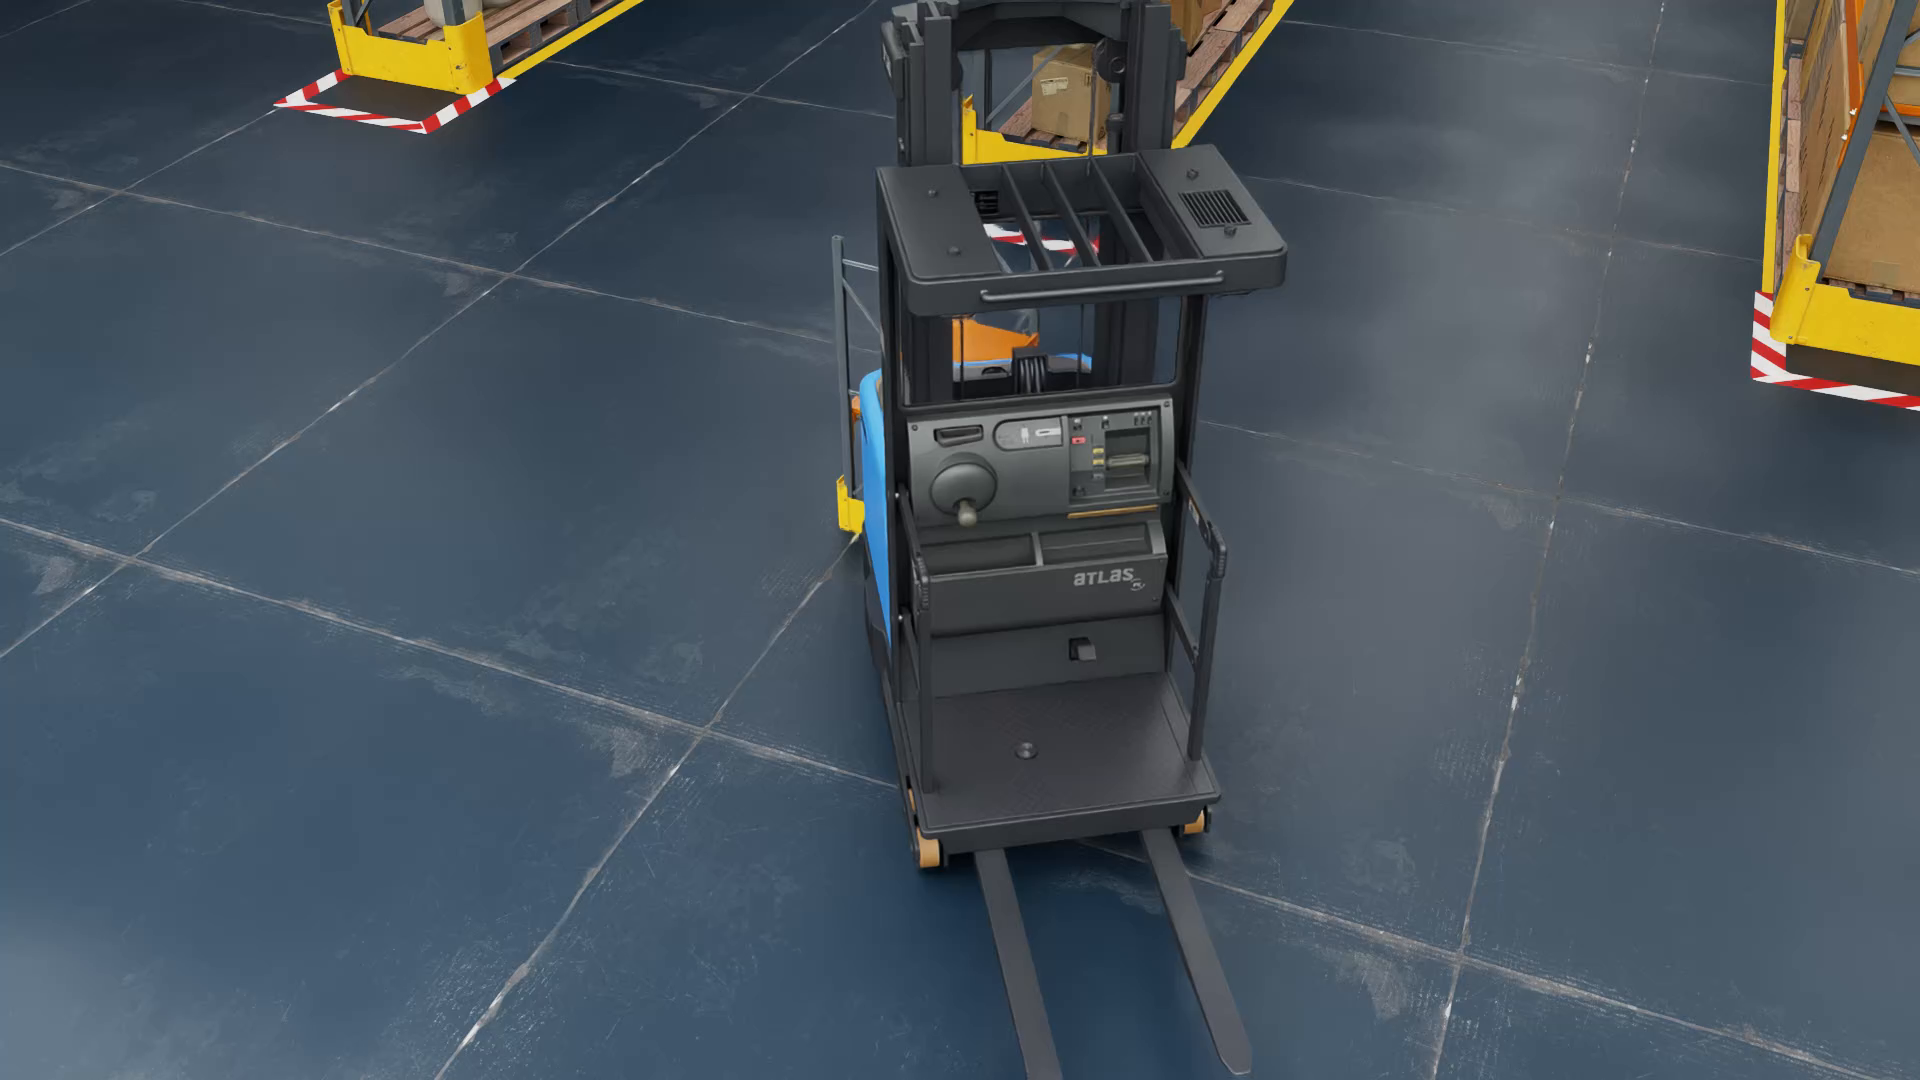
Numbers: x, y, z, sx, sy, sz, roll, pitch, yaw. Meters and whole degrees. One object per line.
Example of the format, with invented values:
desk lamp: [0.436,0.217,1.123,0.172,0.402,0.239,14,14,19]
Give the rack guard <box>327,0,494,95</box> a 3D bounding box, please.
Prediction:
rack guard: [-4.033,-3.652,12.218,1.175,0.500,0.348,14,39,18]

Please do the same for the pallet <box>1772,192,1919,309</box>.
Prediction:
pallet: [5.343,-1.630,9.754,1.003,0.211,1.213,14,39,18]

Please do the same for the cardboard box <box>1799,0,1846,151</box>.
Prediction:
cardboard box: [5.989,-2.986,10.663,0.875,0.875,0.875,14,39,18]

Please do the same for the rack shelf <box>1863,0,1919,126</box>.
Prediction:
rack shelf: [5.872,-3.184,9.942,0.919,0.124,3.809,14,39,18]

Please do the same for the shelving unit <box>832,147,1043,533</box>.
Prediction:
shelving unit: [-0.073,-0.875,7.668,0.587,1.500,1.083,17,40,21]

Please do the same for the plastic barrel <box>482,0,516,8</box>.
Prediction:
plastic barrel: [-3.647,-4.431,12.900,0.421,0.512,0.421,0,37,0]

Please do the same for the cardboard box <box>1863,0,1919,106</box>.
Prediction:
cardboard box: [5.210,-2.562,8.547,0.875,0.550,0.550,14,39,18]

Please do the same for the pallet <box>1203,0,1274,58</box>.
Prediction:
pallet: [1.862,-4.190,13.179,1.003,0.211,1.213,14,39,18]

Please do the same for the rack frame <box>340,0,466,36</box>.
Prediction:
rack frame: [-4.018,-4.600,11.399,1.000,3.000,0.127,14,39,18]

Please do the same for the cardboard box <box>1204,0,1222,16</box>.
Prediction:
cardboard box: [1.684,-4.323,12.765,0.500,0.500,0.500,27,45,32]

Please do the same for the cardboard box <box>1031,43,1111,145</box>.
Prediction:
cardboard box: [0.816,-2.981,10.970,0.500,0.500,0.500,21,42,26]

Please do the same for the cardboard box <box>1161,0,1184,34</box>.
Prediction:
cardboard box: [1.267,-3.662,11.881,0.500,0.500,0.500,18,40,22]

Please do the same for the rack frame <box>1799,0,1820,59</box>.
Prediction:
rack frame: [6.633,-4.501,11.266,1.000,3.000,0.127,14,39,18]

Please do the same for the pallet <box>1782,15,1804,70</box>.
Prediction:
pallet: [6.857,-3.828,12.696,1.003,0.211,1.213,14,39,18]

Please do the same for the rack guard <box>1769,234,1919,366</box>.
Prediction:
rack guard: [5.102,-1.272,9.034,1.175,0.500,0.348,14,39,18]

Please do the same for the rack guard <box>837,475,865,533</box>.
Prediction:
rack guard: [-0.297,-0.108,7.686,0.587,0.250,0.087,17,40,21]

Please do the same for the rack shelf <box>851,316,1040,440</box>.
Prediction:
rack shelf: [-0.077,-0.726,7.769,0.538,0.185,1.000,17,40,21]

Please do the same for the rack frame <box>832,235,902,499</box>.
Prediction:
rack frame: [-0.305,-0.599,7.298,0.500,1.500,0.032,17,40,21]

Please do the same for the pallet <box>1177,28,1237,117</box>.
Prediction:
pallet: [1.399,-3.512,12.272,1.003,0.211,1.213,14,39,18]

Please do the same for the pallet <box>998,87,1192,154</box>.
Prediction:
pallet: [0.933,-2.839,11.372,1.003,0.211,1.213,14,39,18]

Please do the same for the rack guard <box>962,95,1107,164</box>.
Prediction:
rack guard: [0.591,-2.513,10.694,1.175,0.500,0.348,14,39,18]

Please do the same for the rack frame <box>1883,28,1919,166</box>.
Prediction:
rack frame: [5.108,-2.287,8.304,0.949,2.616,0.053,14,39,18]

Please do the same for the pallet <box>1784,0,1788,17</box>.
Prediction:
pallet: [7.319,-4.506,13.602,1.003,0.211,1.213,14,39,18]

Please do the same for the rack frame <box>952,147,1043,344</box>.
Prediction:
rack frame: [0.151,-1.142,8.026,0.500,1.500,0.032,17,40,21]

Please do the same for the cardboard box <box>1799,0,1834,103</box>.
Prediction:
cardboard box: [6.329,-3.486,11.332,0.875,0.875,0.875,14,39,18]

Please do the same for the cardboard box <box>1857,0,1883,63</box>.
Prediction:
cardboard box: [5.399,-2.872,8.961,0.875,0.550,0.550,14,39,18]

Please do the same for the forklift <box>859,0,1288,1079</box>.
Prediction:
forklift: [0.323,-0.202,5.572,1.130,2.935,3.031,-6,37,-8]

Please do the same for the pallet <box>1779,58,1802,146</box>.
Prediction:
pallet: [6.271,-2.981,11.562,1.003,0.211,1.213,14,39,18]

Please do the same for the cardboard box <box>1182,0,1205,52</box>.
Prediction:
cardboard box: [1.521,-3.961,12.281,0.500,0.500,0.500,11,38,14]

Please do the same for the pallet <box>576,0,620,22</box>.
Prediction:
pallet: [-3.253,-4.658,13.805,1.003,0.211,1.213,14,39,18]

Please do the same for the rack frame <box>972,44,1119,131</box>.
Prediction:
rack frame: [0.562,-3.472,9.890,1.000,3.000,0.127,14,39,18]
